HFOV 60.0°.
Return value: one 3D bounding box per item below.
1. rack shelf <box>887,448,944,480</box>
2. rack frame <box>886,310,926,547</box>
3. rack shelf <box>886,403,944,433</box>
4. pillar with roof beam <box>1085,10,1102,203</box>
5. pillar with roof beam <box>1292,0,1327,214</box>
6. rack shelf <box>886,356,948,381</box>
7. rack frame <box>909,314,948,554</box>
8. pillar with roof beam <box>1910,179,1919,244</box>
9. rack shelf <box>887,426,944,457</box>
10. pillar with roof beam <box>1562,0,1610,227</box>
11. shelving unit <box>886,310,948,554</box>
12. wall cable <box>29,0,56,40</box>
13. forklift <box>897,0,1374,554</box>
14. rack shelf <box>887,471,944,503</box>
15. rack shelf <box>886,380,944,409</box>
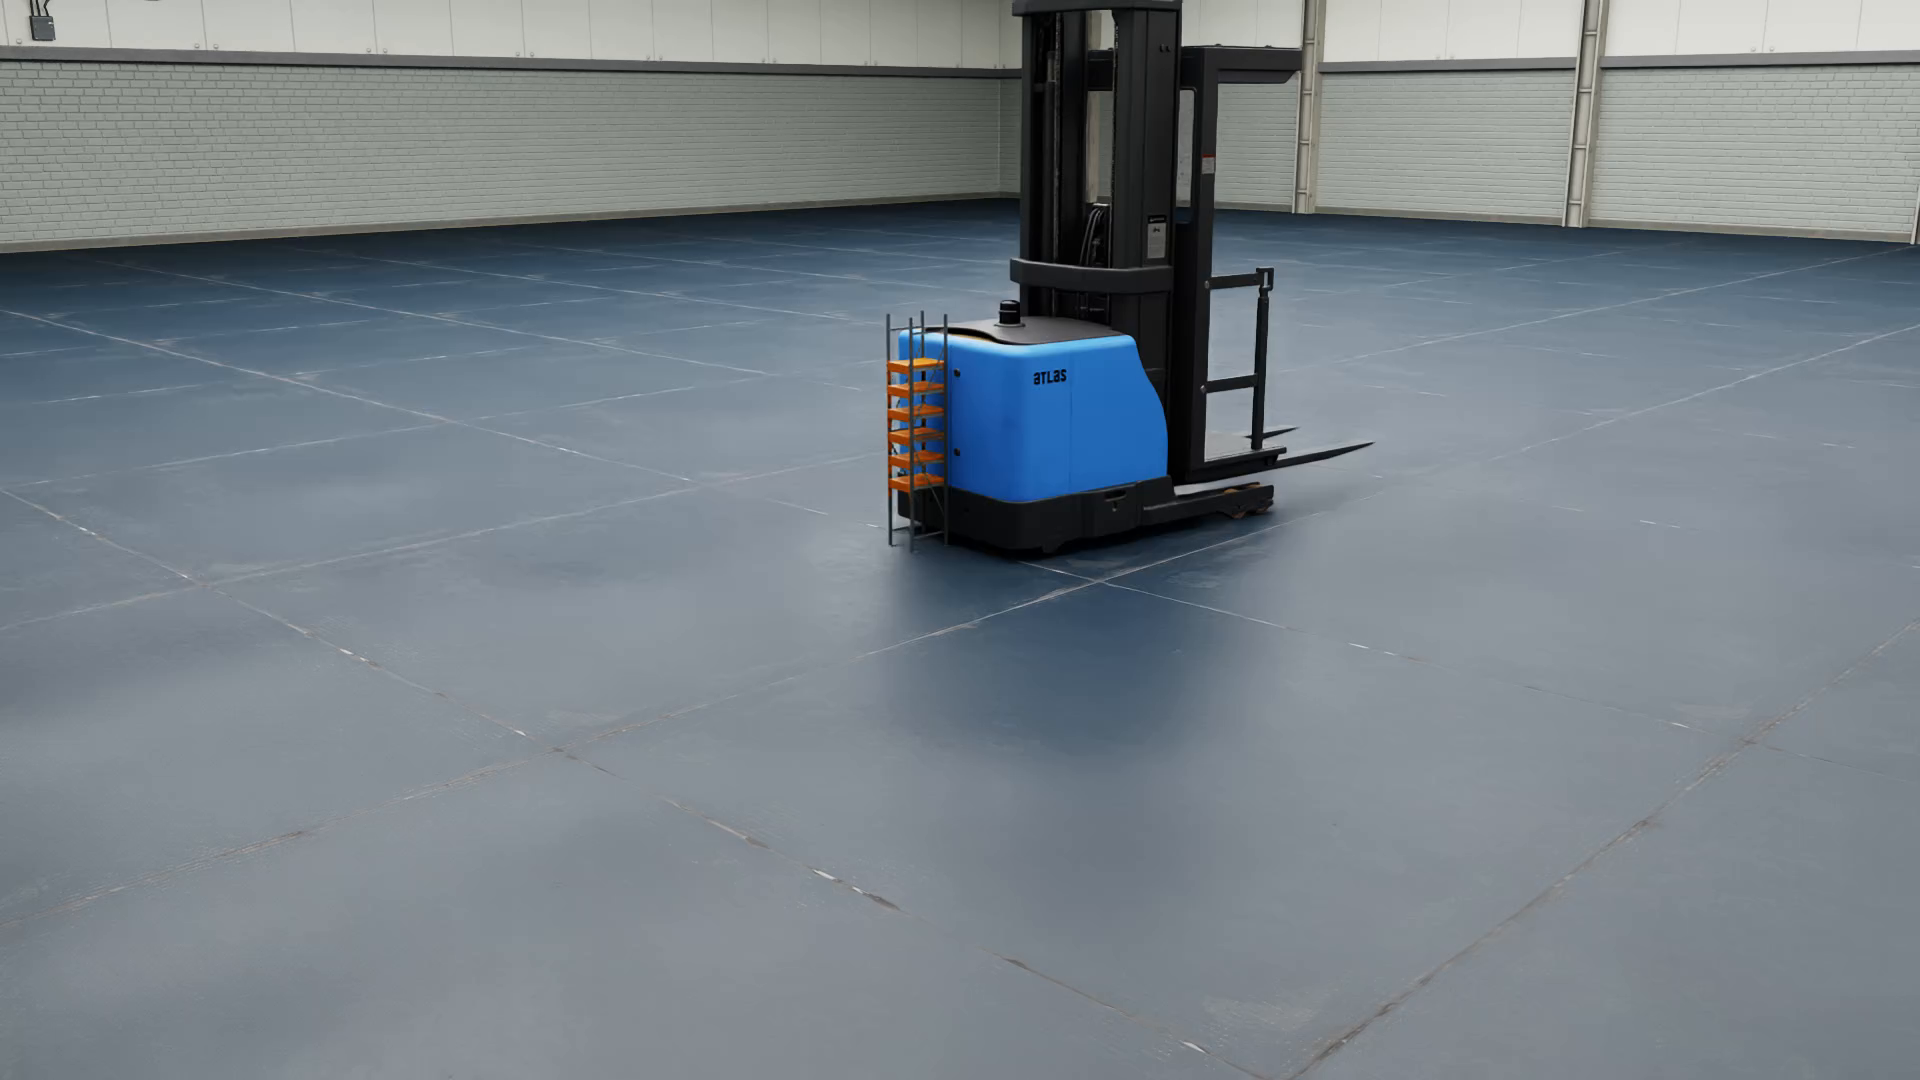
[{"bbox_3d":[-0.215,-0.387,8.481,0.258,0.103,0.180,-12,19,-38],"label":"rack shelf"},{"bbox_3d":[-0.274,-0.564,8.508,0.240,1.200,0.006,-12,19,-38],"label":"rack frame"},{"bbox_3d":[-0.215,-0.619,8.421,0.258,0.103,0.180,-12,19,-38],"label":"rack shelf"},{"bbox_3d":[0.044,-11.621,35.475,0.400,9.000,9.100,14,20,42],"label":"pillar with roof beam"},{"bbox_3d":[4.363,-10.571,31.445,0.400,9.000,9.100,14,20,42],"label":"pillar with roof beam"},{"bbox_3d":[-0.215,-0.852,8.360,0.258,0.103,0.180,-12,19,-38],"label":"rack shelf"},{"bbox_3d":[-0.157,-0.528,8.372,0.240,1.200,0.006,-12,19,-38],"label":"rack frame"},{"bbox_3d":[13.002,-8.470,23.385,0.400,9.000,9.100,14,20,42],"label":"pillar with roof beam"},{"bbox_3d":[-0.215,-0.503,8.451,0.258,0.103,0.180,-12,19,-38],"label":"rack shelf"},{"bbox_3d":[8.682,-9.521,27.415,0.400,9.000,9.100,14,20,42],"label":"pillar with roof beam"},{"bbox_3d":[-0.215,-0.546,8.440,0.258,1.200,0.189,-12,19,-38],"label":"shelving unit"},{"bbox_3d":[-13.434,-10.806,25.605,0.169,6.003,2.305,14,20,42],"label":"wall cable"},{"bbox_3d":[1.131,-1.629,9.161,3.031,2.935,1.130,-11,18,-37],"label":"forklift"},{"bbox_3d":[-0.215,-0.271,8.512,0.258,0.103,0.180,-12,19,-38],"label":"rack shelf"},{"bbox_3d":[-0.215,-0.735,8.390,0.258,0.103,0.180,-12,19,-38],"label":"rack shelf"}]
